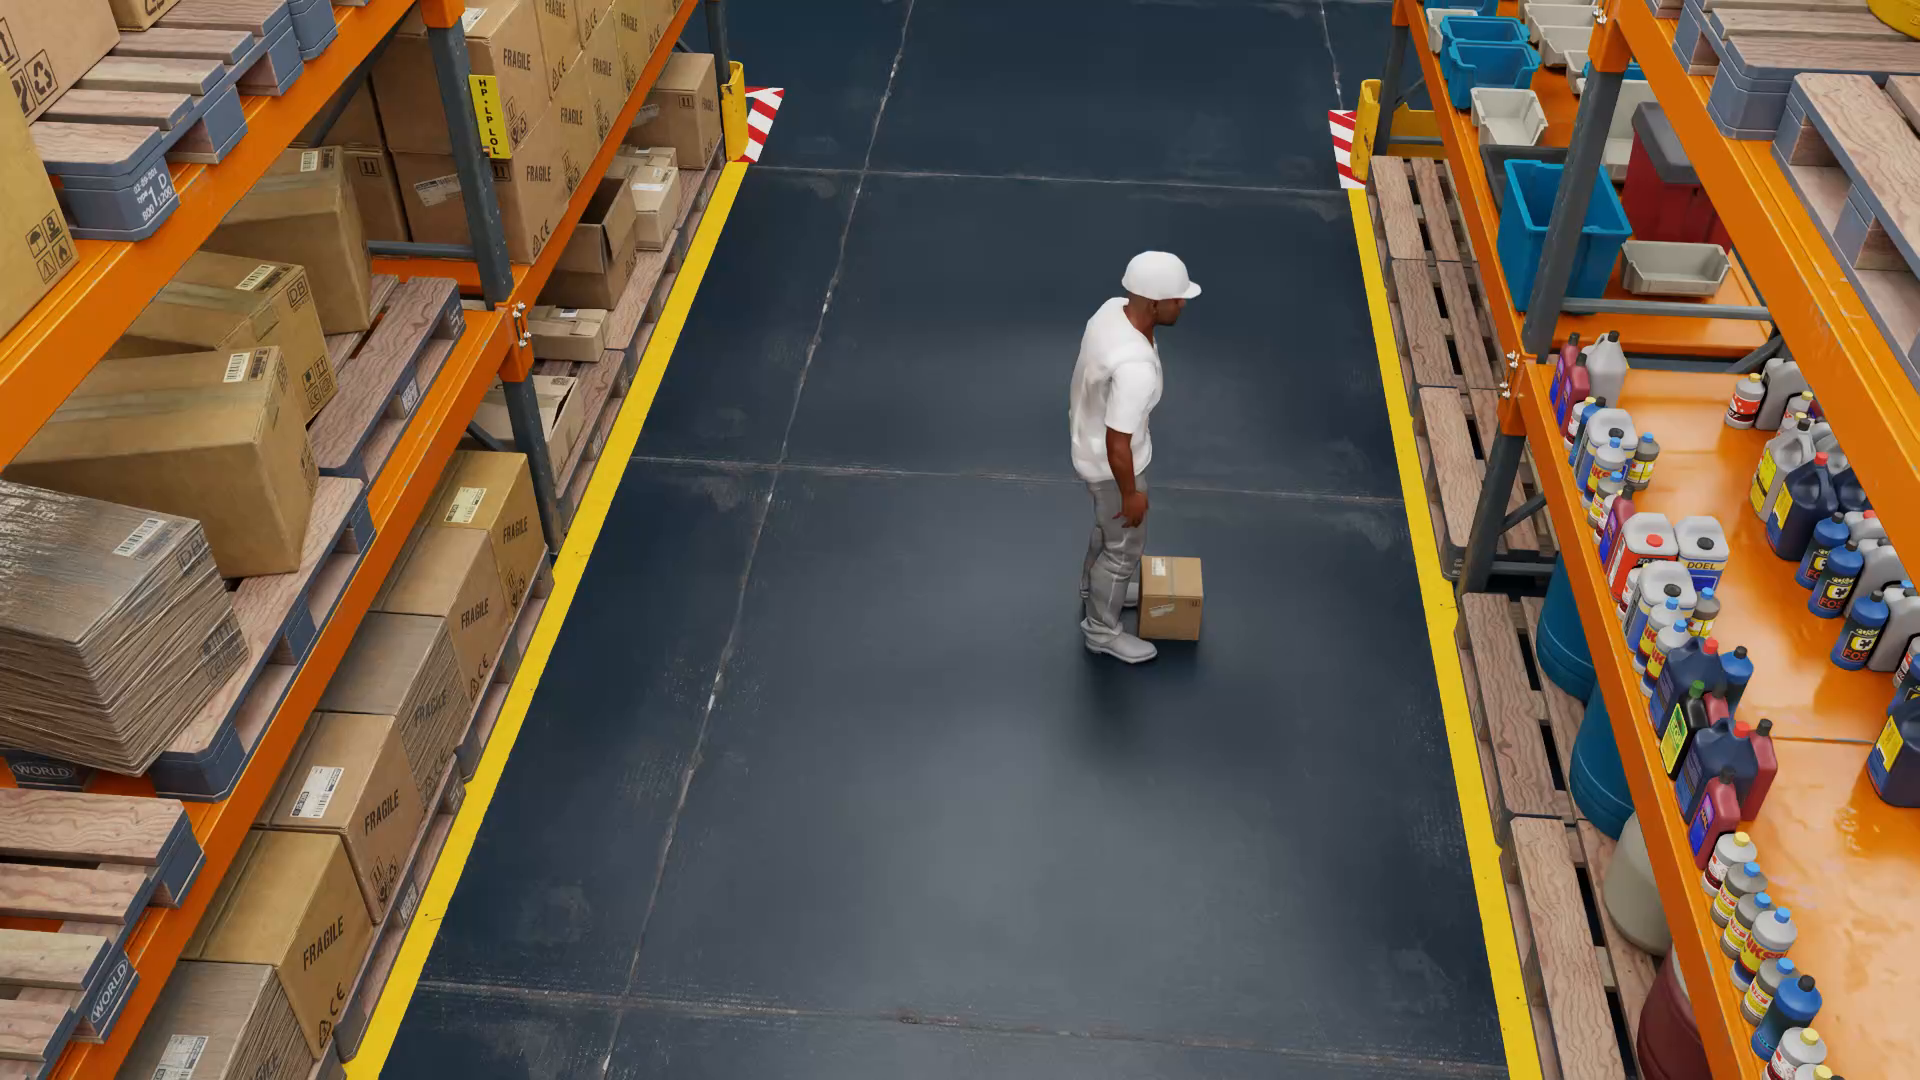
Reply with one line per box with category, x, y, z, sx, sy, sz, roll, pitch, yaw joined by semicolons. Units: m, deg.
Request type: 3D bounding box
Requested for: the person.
person;0.653;-0.343;6.554;0.460;1.759;0.629;1;40;1
